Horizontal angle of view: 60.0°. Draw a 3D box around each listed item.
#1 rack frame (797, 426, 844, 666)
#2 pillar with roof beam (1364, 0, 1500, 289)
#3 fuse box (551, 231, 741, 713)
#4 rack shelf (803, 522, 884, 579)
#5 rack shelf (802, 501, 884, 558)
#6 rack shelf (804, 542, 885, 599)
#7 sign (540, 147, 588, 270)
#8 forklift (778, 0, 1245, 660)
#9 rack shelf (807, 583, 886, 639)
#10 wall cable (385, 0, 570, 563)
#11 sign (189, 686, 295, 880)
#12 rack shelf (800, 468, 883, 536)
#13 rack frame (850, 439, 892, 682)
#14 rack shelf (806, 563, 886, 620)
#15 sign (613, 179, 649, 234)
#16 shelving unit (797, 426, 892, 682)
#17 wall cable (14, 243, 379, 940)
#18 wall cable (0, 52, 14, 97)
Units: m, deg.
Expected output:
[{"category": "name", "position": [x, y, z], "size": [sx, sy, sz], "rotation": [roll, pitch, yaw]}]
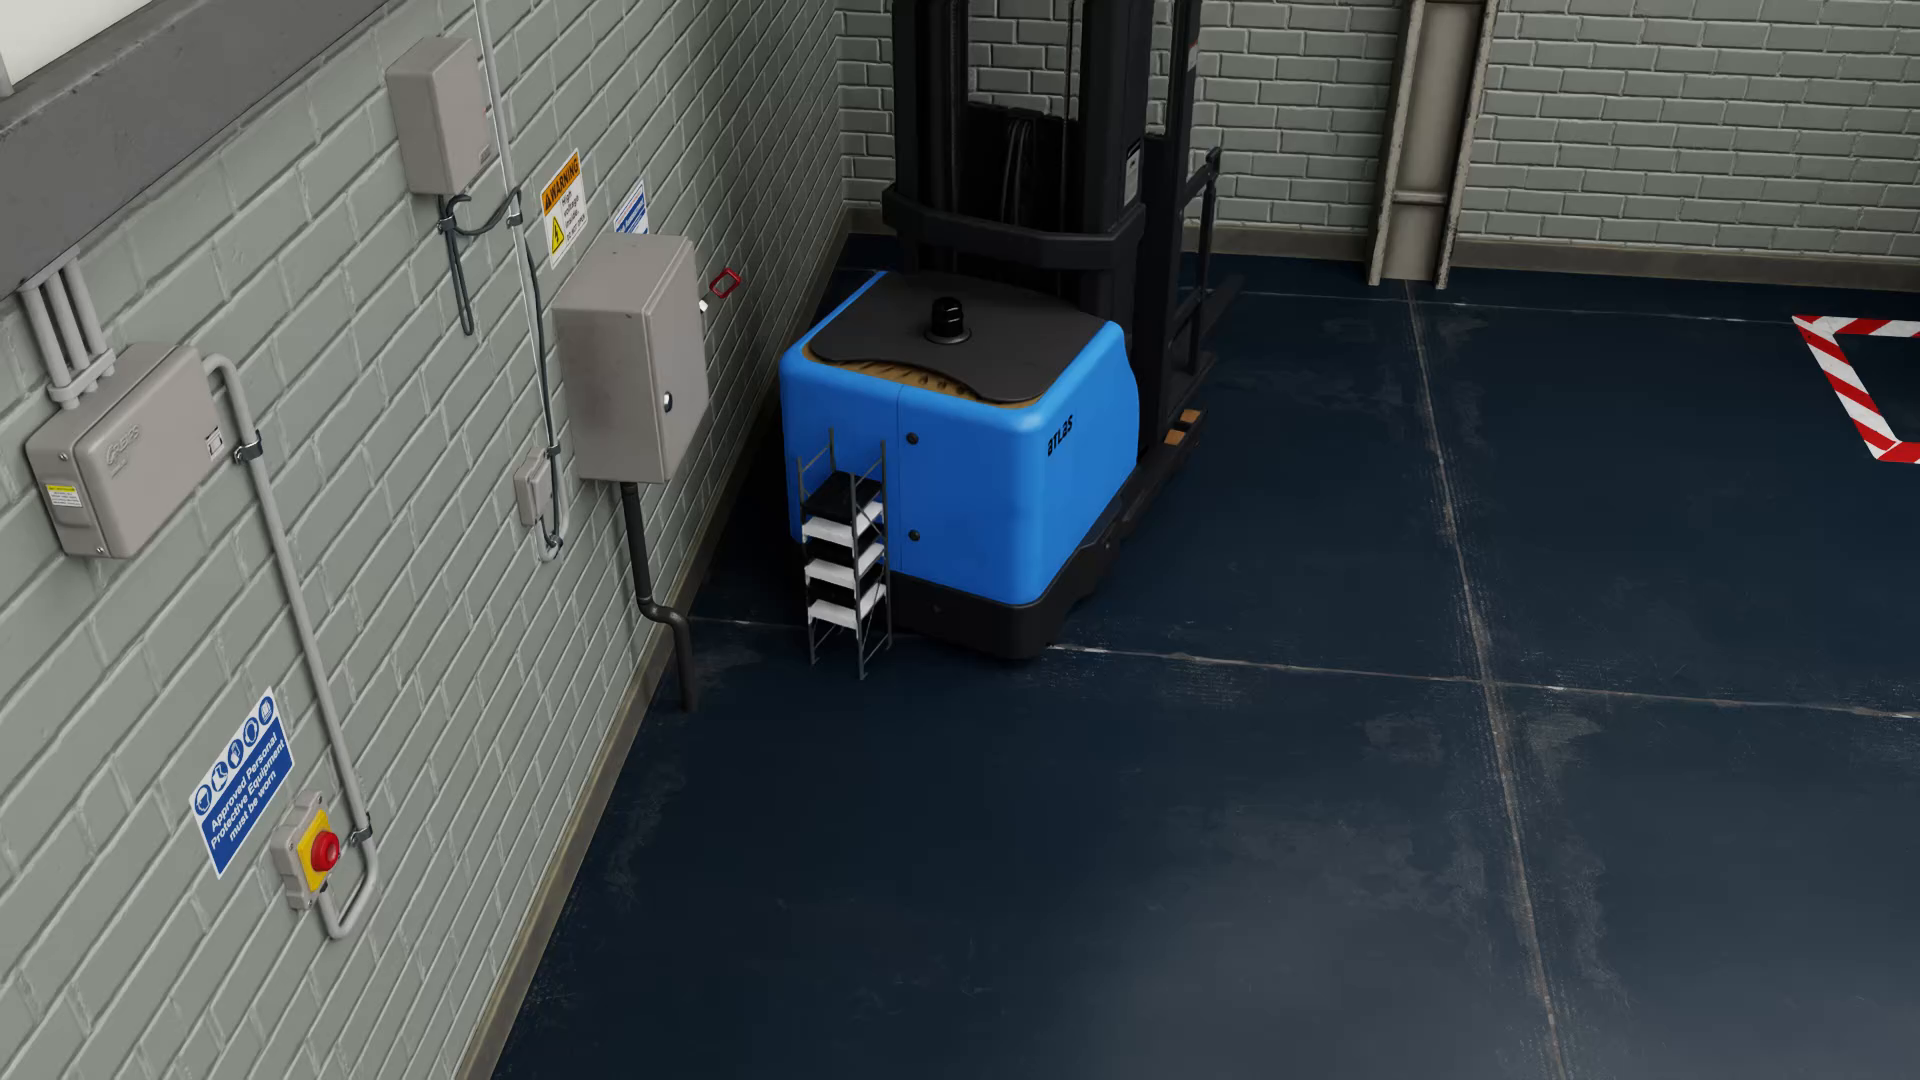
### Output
[{"category": "rack frame", "position": [-0.493, 0.034, 5.927], "size": [0.006, 0.900, 0.240], "rotation": [16, 39, 21]}, {"category": "pillar with roof beam", "position": [1.776, -2.576, 2.614], "size": [0.400, 9.000, 9.100], "rotation": [4, 36, 6]}, {"category": "fuse box", "position": [-0.928, -0.115, 5.438], "size": [0.414, 1.711, 0.539], "rotation": [4, 36, 6]}, {"category": "rack shelf", "position": [-0.401, 0.013, 5.858], "size": [0.200, 0.077, 0.258], "rotation": [16, 39, 21]}, {"category": "rack shelf", "position": [-0.401, -0.060, 5.806], "size": [0.200, 0.077, 0.258], "rotation": [16, 39, 21]}, {"category": "rack shelf", "position": [-0.401, 0.086, 5.911], "size": [0.200, 0.077, 0.258], "rotation": [16, 39, 21]}, {"category": "sign", "position": [-1.140, -0.959, 4.800], "size": [0.001, 0.242, 0.339], "rotation": [4, 36, 6]}, {"category": "forklift", "position": [0.441, -1.604, 6.474], "size": [1.130, 2.935, 3.031], "rotation": [16, 38, 21]}, {"category": "rack shelf", "position": [-0.401, 0.233, 6.016], "size": [0.200, 0.077, 0.258], "rotation": [16, 39, 21]}, {"category": "wall cable", "position": [-1.171, -0.671, 4.234], "size": [0.122, 1.984, 0.588], "rotation": [4, 36, 6]}, {"category": "sign", "position": [-1.407, 0.474, 3.272], "size": [0.001, 0.218, 0.327], "rotation": [4, 36, 6]}, {"category": "rack shelf", "position": [-0.402, -0.133, 5.753], "size": [0.200, 0.077, 0.258], "rotation": [16, 39, 21]}, {"category": "rack frame", "position": [-0.310, 0.085, 5.855], "size": [0.006, 0.900, 0.240], "rotation": [16, 39, 21]}, {"category": "rack shelf", "position": [-0.401, 0.159, 5.963], "size": [0.200, 0.077, 0.258], "rotation": [16, 39, 21]}, {"category": "sign", "position": [-1.070, -0.900, 5.511], "size": [0.001, 0.494, 0.329], "rotation": [4, 36, 6]}, {"category": "shelving unit", "position": [-0.401, 0.059, 5.891], "size": [0.210, 0.900, 0.258], "rotation": [16, 39, 21]}, {"category": "wall cable", "position": [-1.340, 0.134, 3.078], "size": [0.123, 1.953, 0.585], "rotation": [4, 36, 6]}, {"category": "wall cable", "position": [-1.422, -1.736, 1.437], "size": [0.029, 3.000, 0.463], "rotation": [4, 36, 6]}]
